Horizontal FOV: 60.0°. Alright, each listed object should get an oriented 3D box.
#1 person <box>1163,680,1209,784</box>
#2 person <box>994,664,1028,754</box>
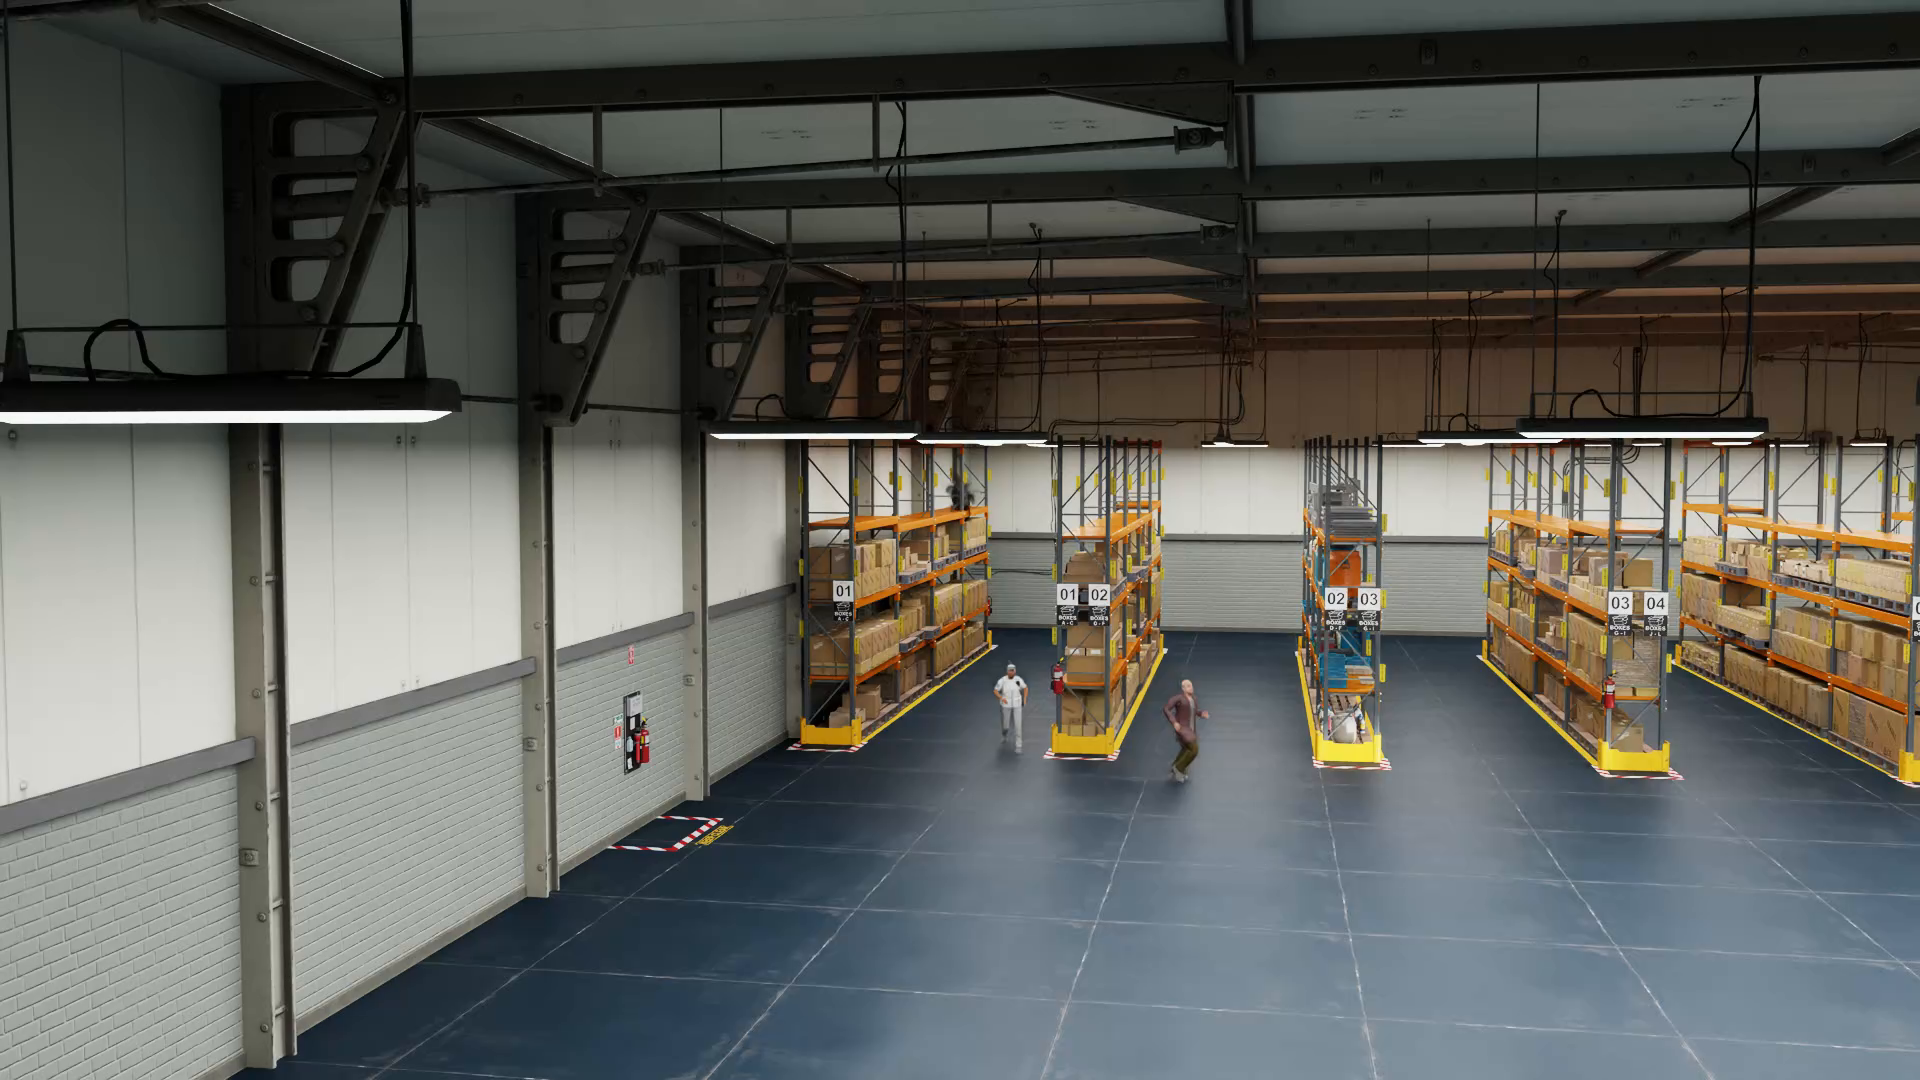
[{"bbox_3d":[3.926,3.298,28.641,0.739,1.785,0.676,3,4,41],"label":"person"},{"bbox_3d":[0.977,3.203,31.746,0.665,1.694,0.799,0,3,-4],"label":"person"}]
